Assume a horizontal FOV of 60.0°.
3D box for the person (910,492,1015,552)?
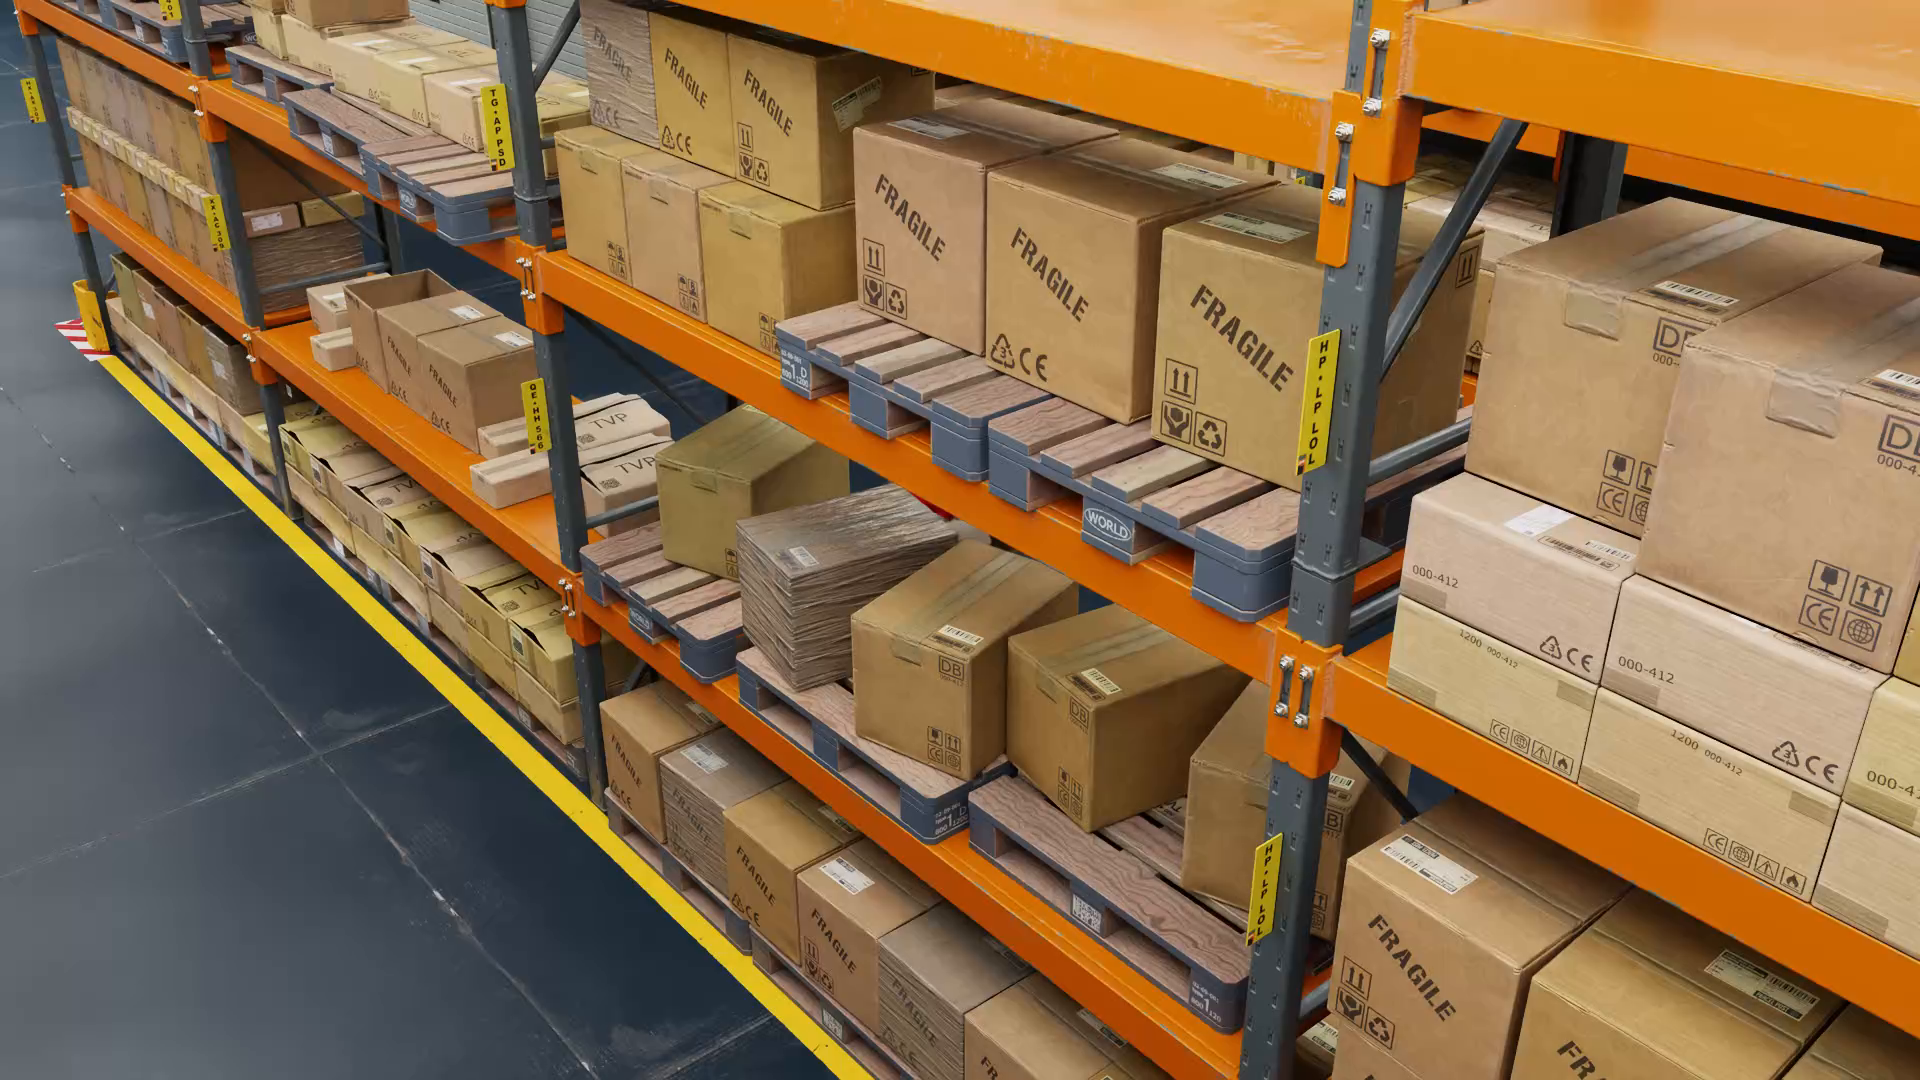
[{"bbox_3d":[-0.090,-0.157,9.626,0.846,1.085,0.568,-22,35,-35],"label":"person"}]
